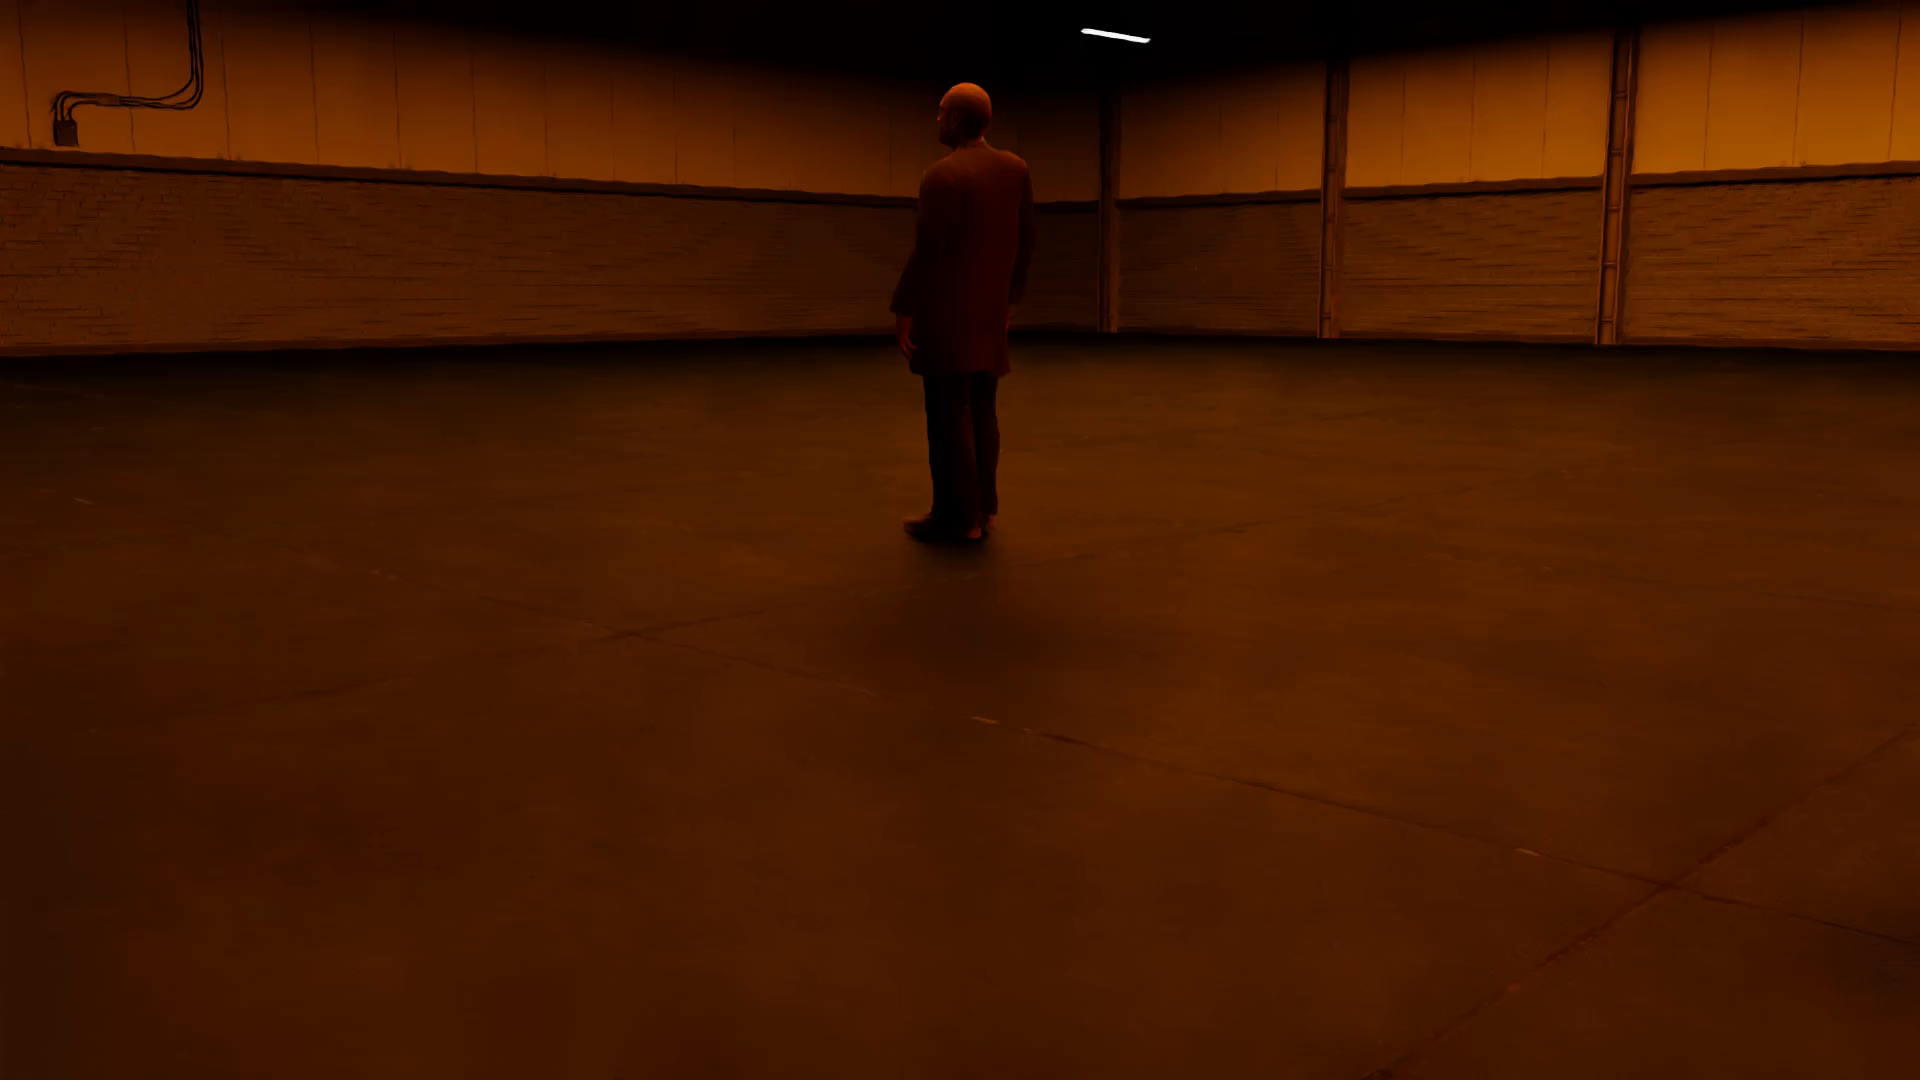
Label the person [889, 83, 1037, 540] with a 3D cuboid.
[{"bbox_3d":[-0.062,-0.896,6.650,0.580,1.776,0.694,8,12,43],"label":"person"}]
